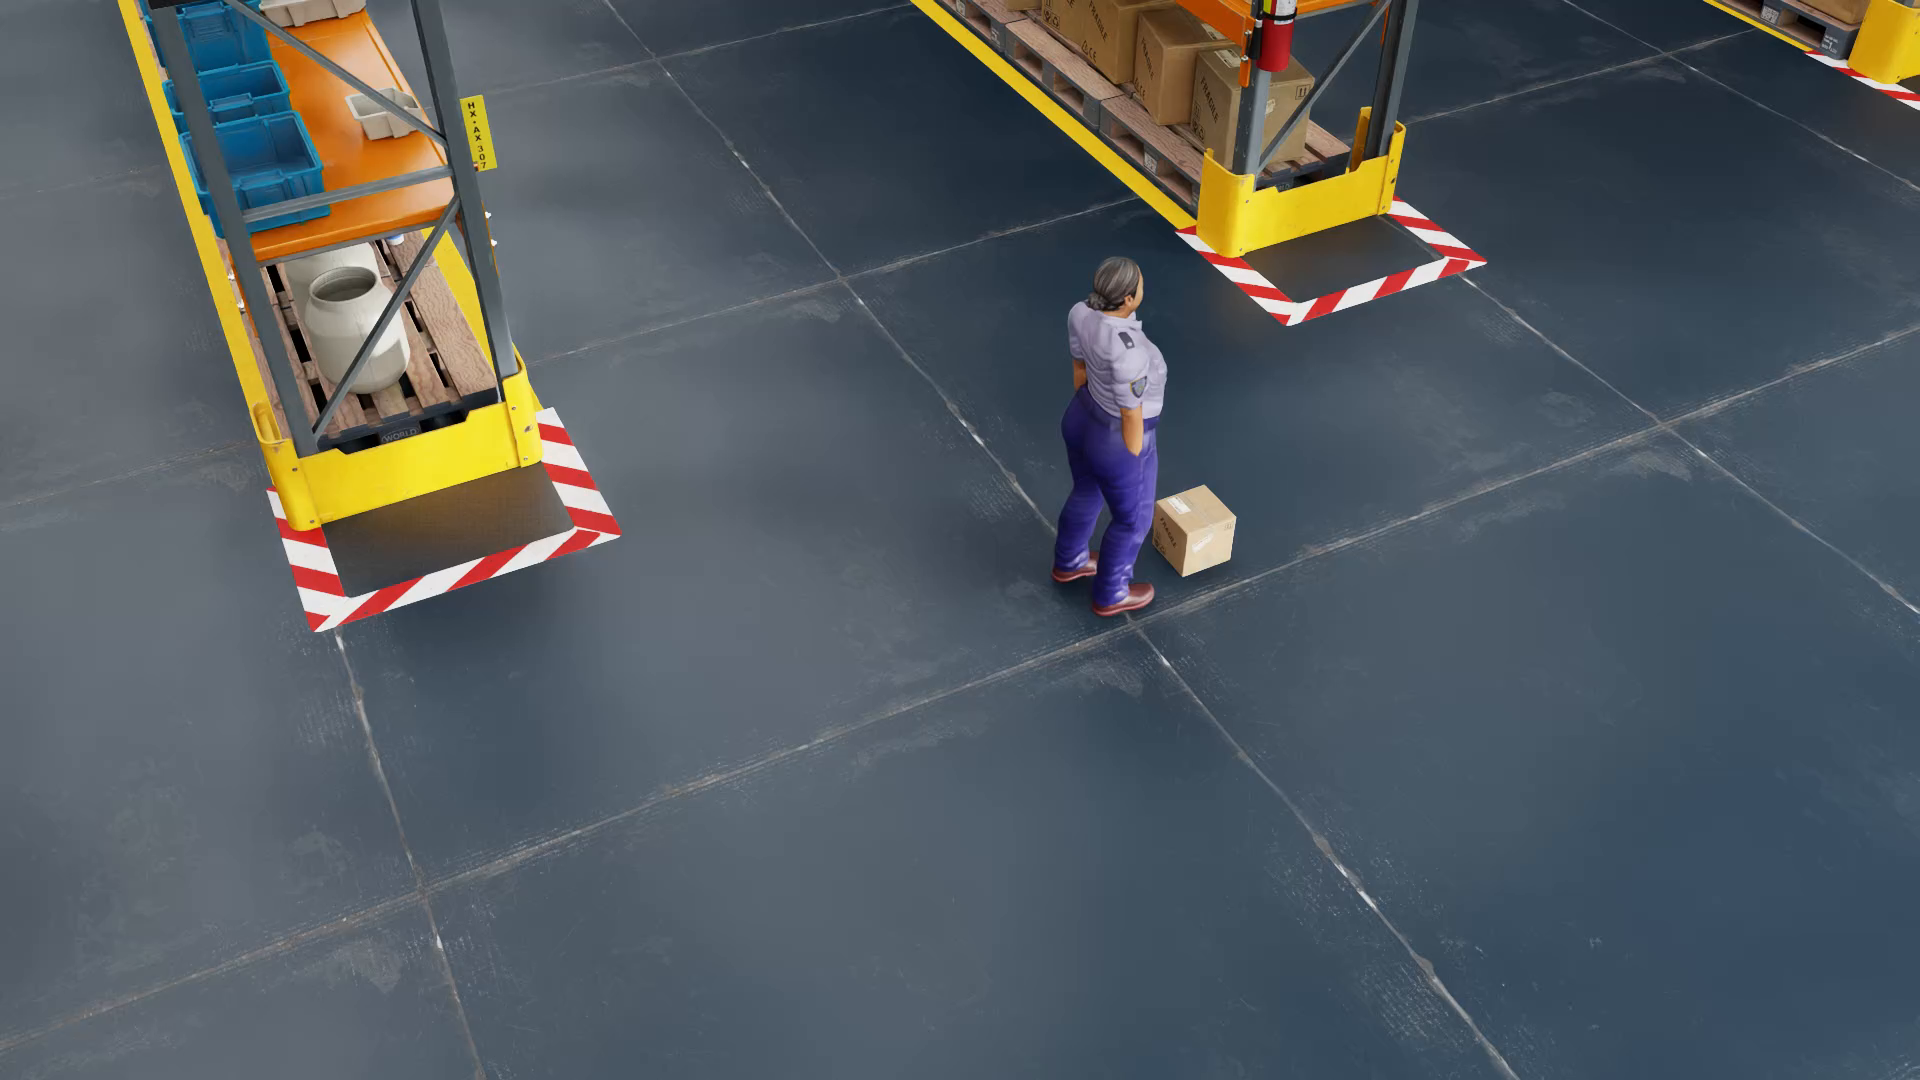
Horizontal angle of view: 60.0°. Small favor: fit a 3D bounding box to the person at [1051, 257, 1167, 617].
[{"bbox_3d":[0.605,-0.421,6.655,0.356,1.650,0.466,-18,45,-19],"label":"person"}]
